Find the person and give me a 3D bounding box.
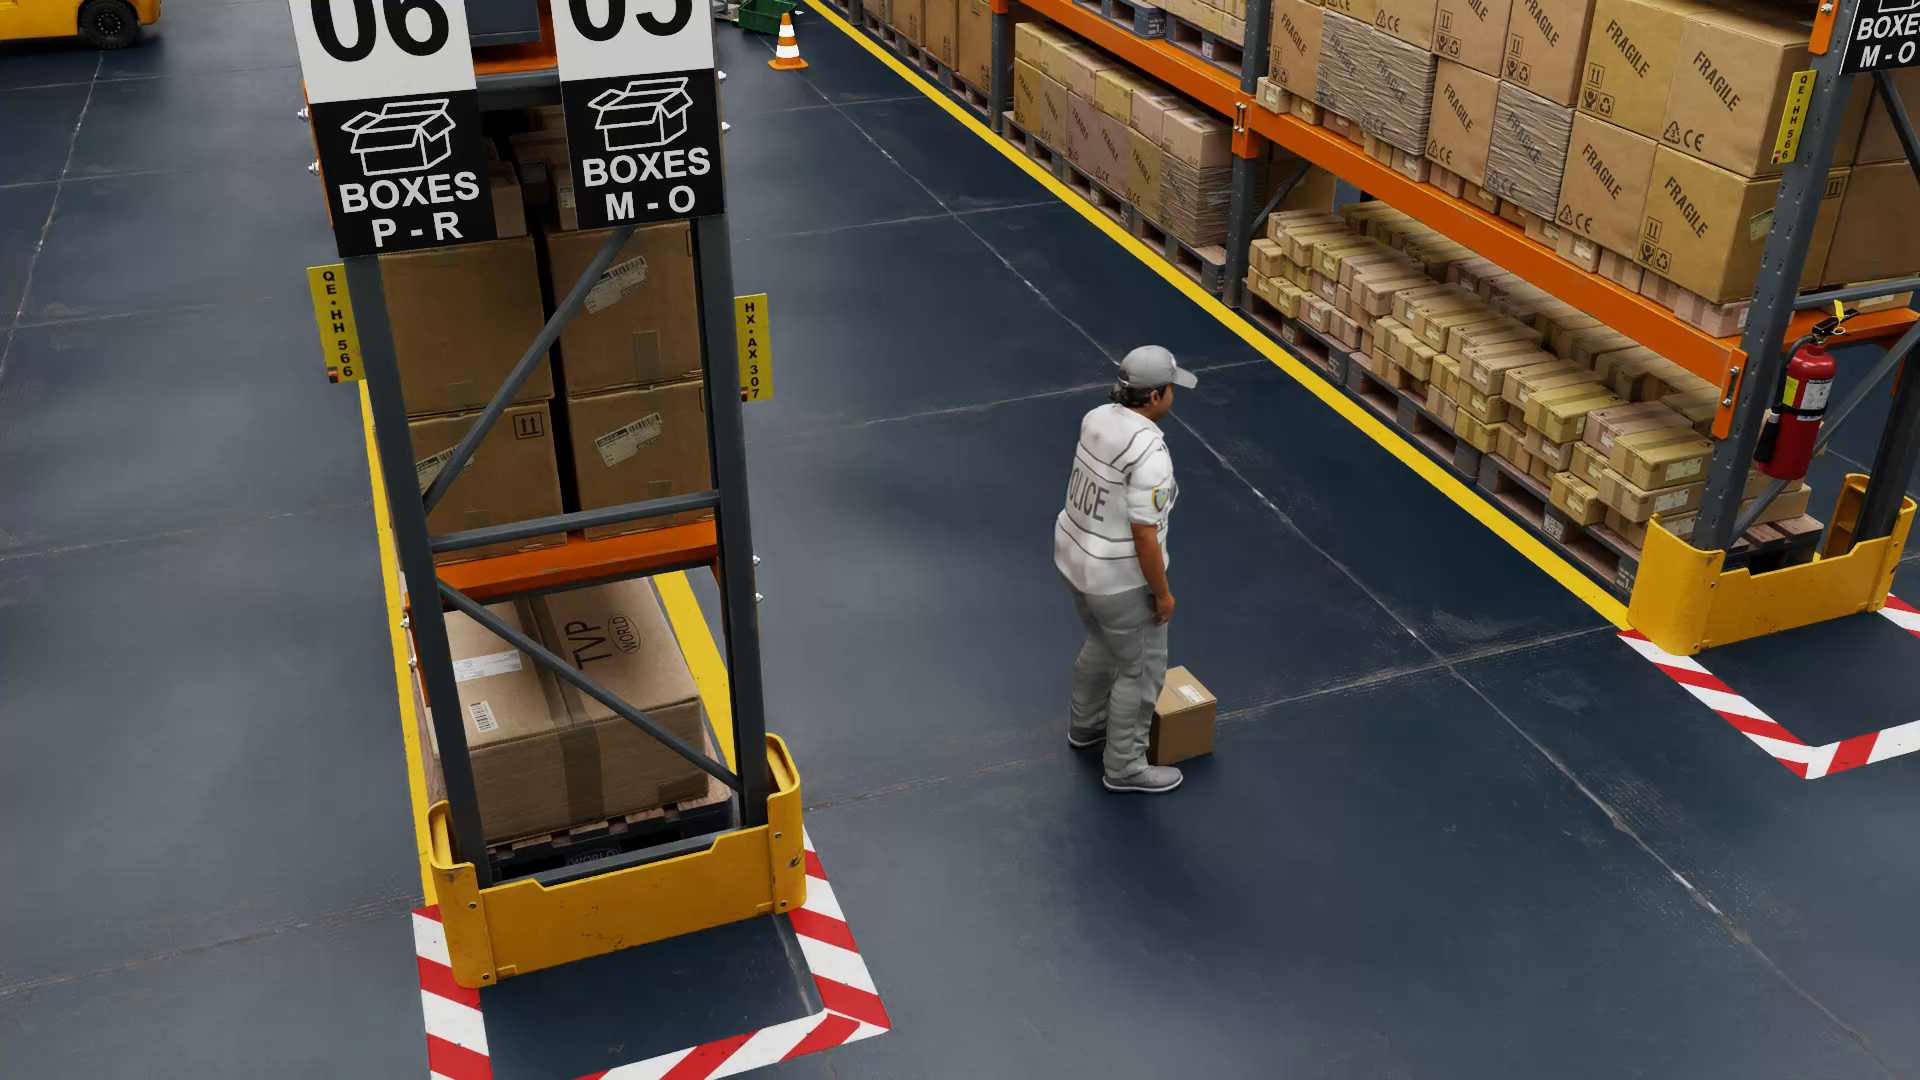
[{"bbox_3d":[0.605,0.110,5.932,0.467,1.667,0.524,-12,32,-19],"label":"person"}]
